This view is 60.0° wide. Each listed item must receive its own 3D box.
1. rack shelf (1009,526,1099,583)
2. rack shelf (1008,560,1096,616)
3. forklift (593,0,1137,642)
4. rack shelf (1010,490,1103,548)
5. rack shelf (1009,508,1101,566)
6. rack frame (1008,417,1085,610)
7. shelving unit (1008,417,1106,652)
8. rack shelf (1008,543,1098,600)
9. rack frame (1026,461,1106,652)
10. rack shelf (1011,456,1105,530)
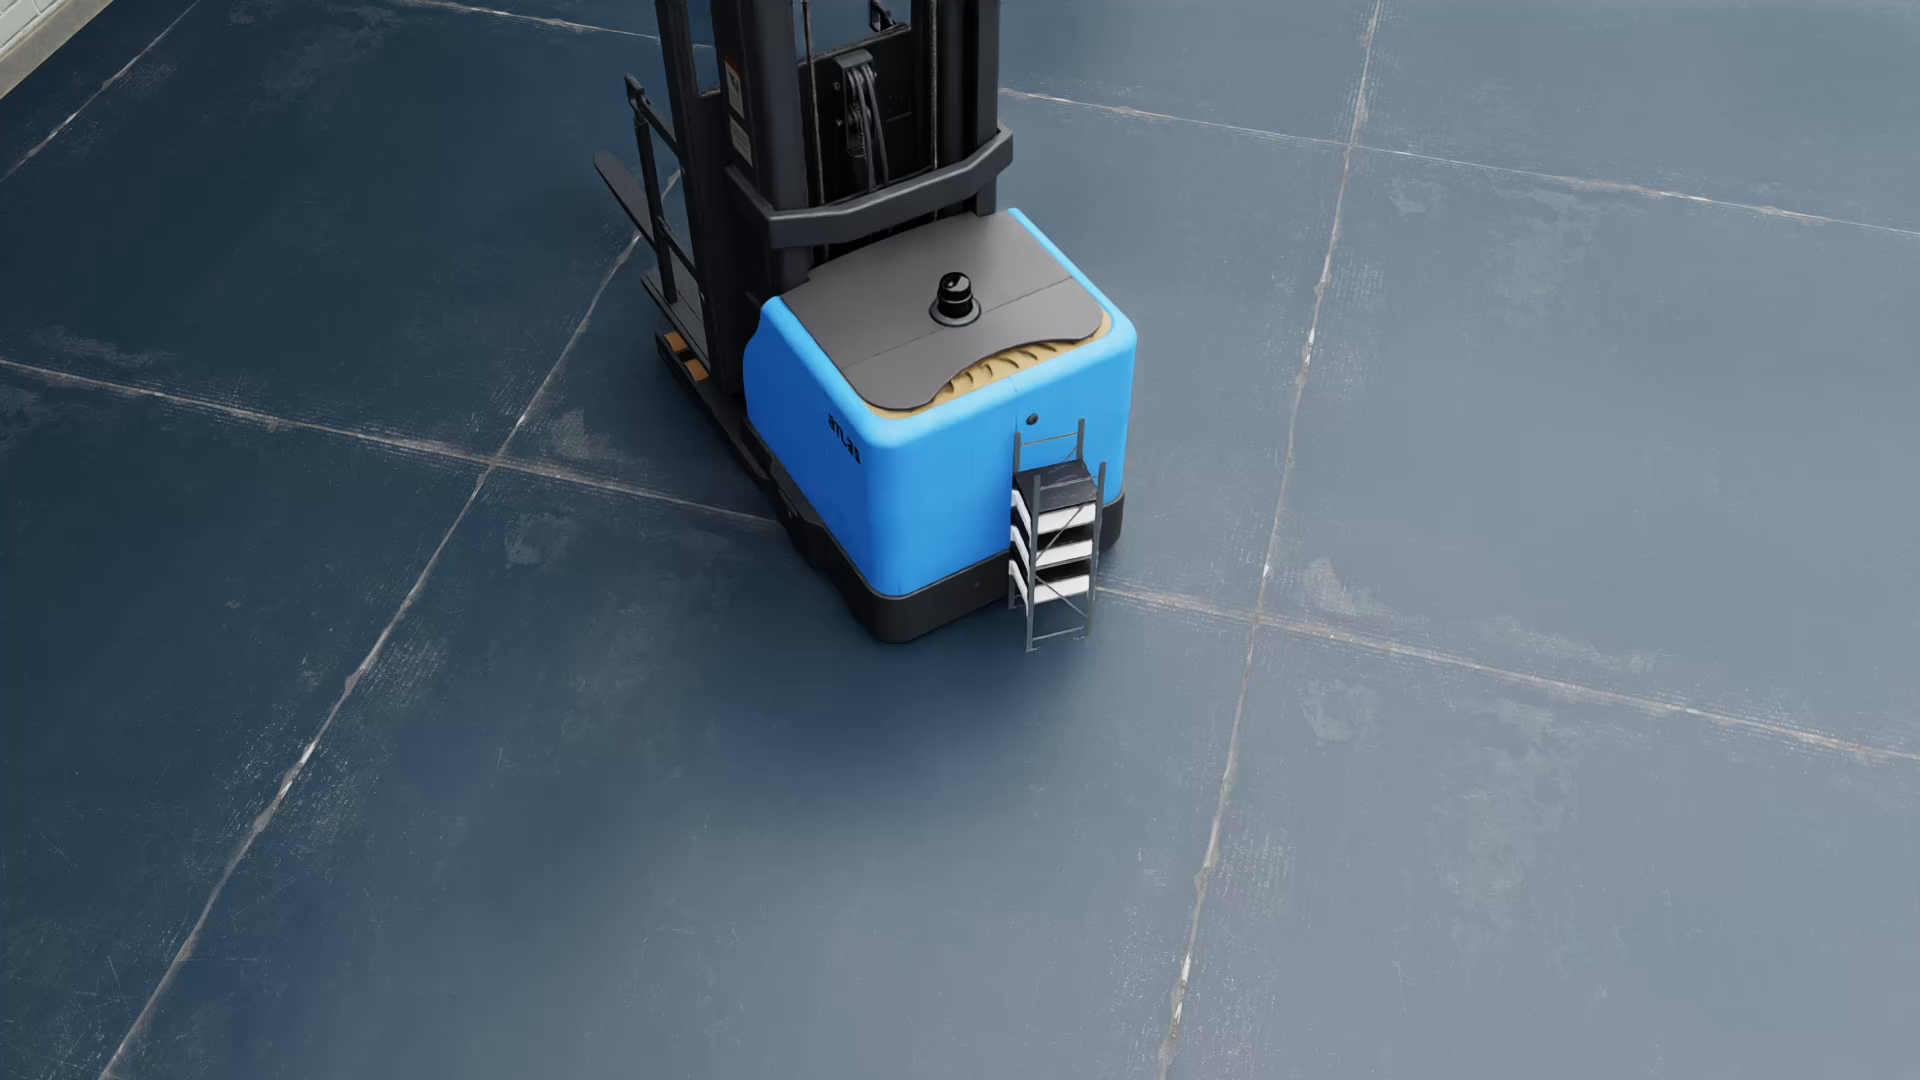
[{"bbox_3d":[0.320,0.022,5.675,0.258,0.077,0.200,-13,50,-11],"label":"rack shelf"},{"bbox_3d":[0.320,0.141,5.809,0.258,0.077,0.200,-13,50,-11],"label":"rack shelf"},{"bbox_3d":[-0.589,-1.708,5.803,1.130,2.935,3.031,-24,53,-20],"label":"forklift"},{"bbox_3d":[0.320,-0.097,5.540,0.258,0.077,0.200,-13,50,-11],"label":"rack shelf"},{"bbox_3d":[0.320,-0.037,5.607,0.258,0.077,0.200,-13,50,-11],"label":"rack shelf"},{"bbox_3d":[0.291,-0.073,5.714,0.240,0.900,0.006,-13,50,-11],"label":"rack frame"},{"bbox_3d":[0.320,0.000,5.650,0.258,0.900,0.210,-13,50,-11],"label":"shelving unit"},{"bbox_3d":[0.320,0.082,5.742,0.258,0.077,0.200,-13,50,-11],"label":"rack shelf"},{"bbox_3d":[0.348,0.073,5.585,0.240,0.900,0.006,-13,50,-11],"label":"rack frame"},{"bbox_3d":[0.320,-0.156,5.472,0.258,0.077,0.200,-13,50,-11],"label":"rack shelf"}]
